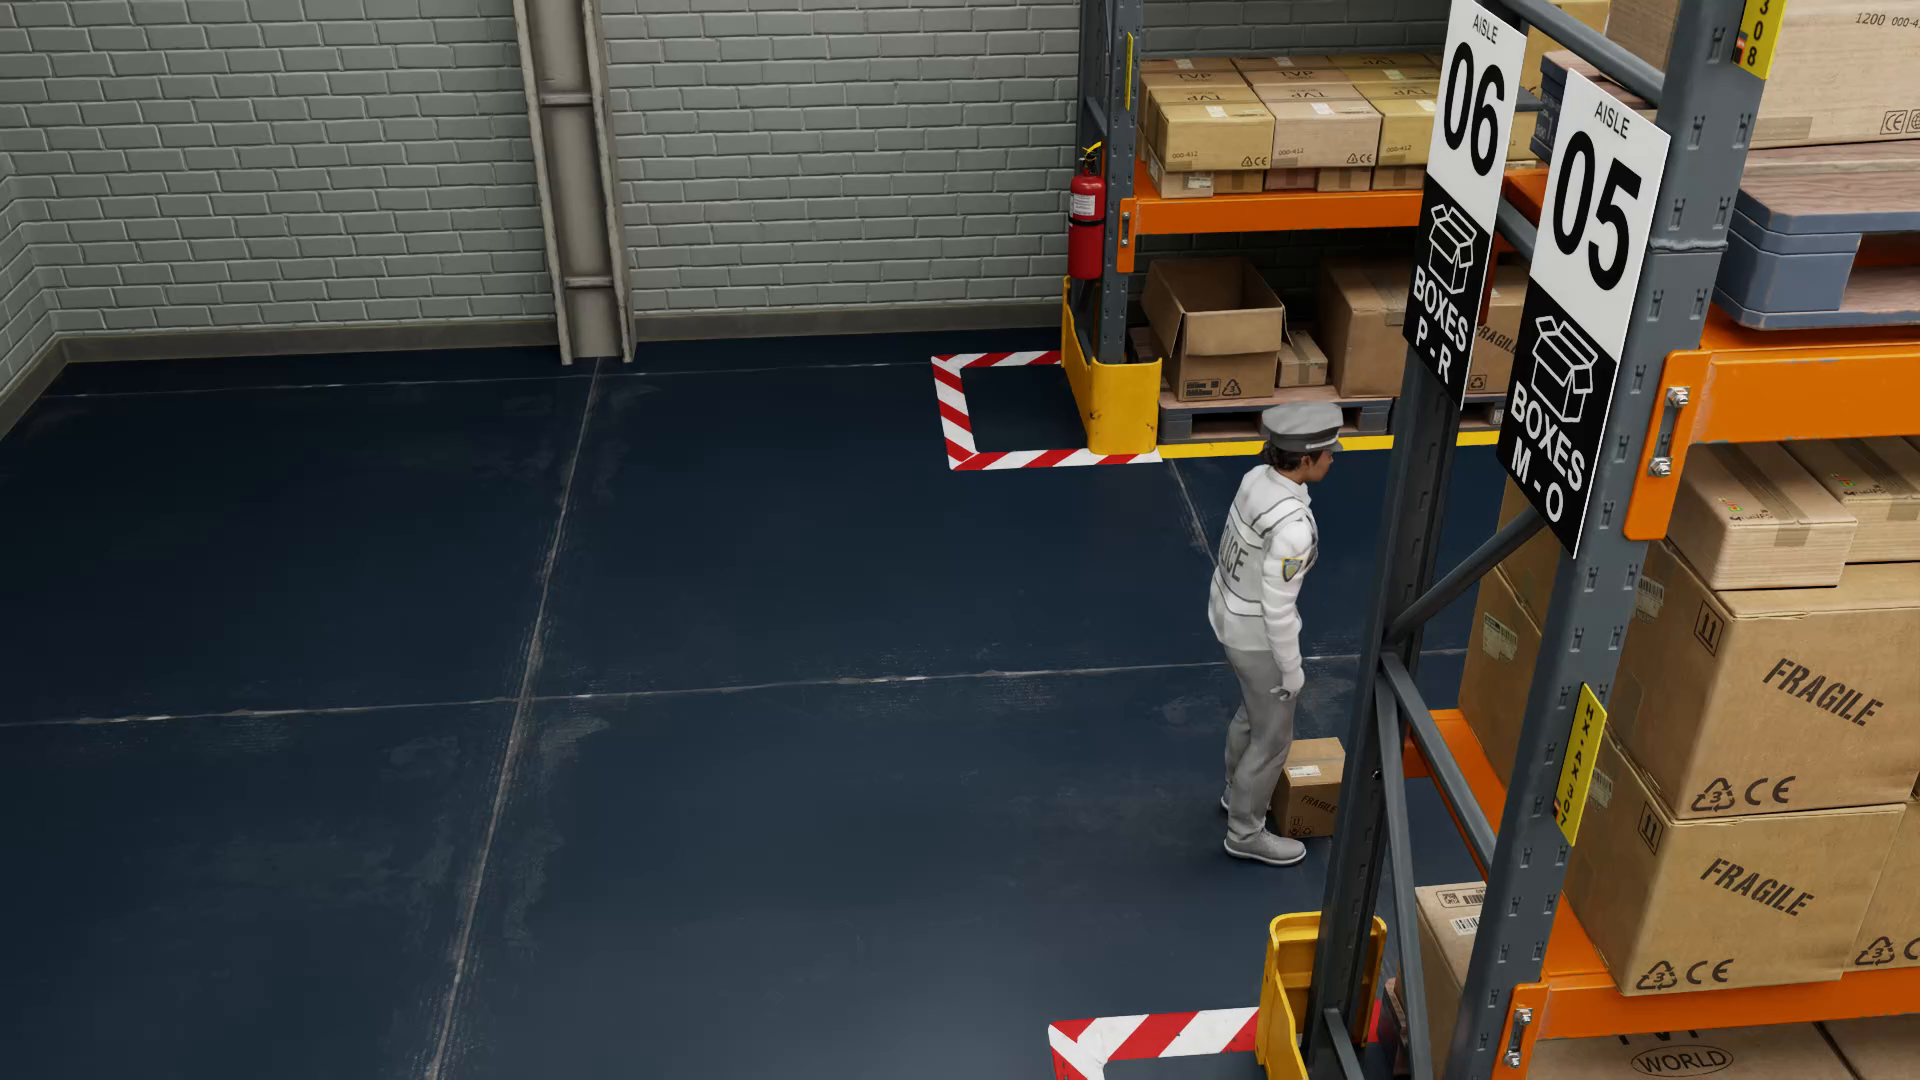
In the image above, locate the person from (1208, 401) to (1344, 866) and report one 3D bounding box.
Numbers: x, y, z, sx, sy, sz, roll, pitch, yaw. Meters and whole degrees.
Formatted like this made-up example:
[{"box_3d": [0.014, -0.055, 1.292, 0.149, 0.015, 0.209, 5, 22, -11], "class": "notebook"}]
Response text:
[{"box_3d": [1.048, 0.310, 5.619, 0.404, 1.664, 0.530, -3, 31, -4], "class": "person"}]
